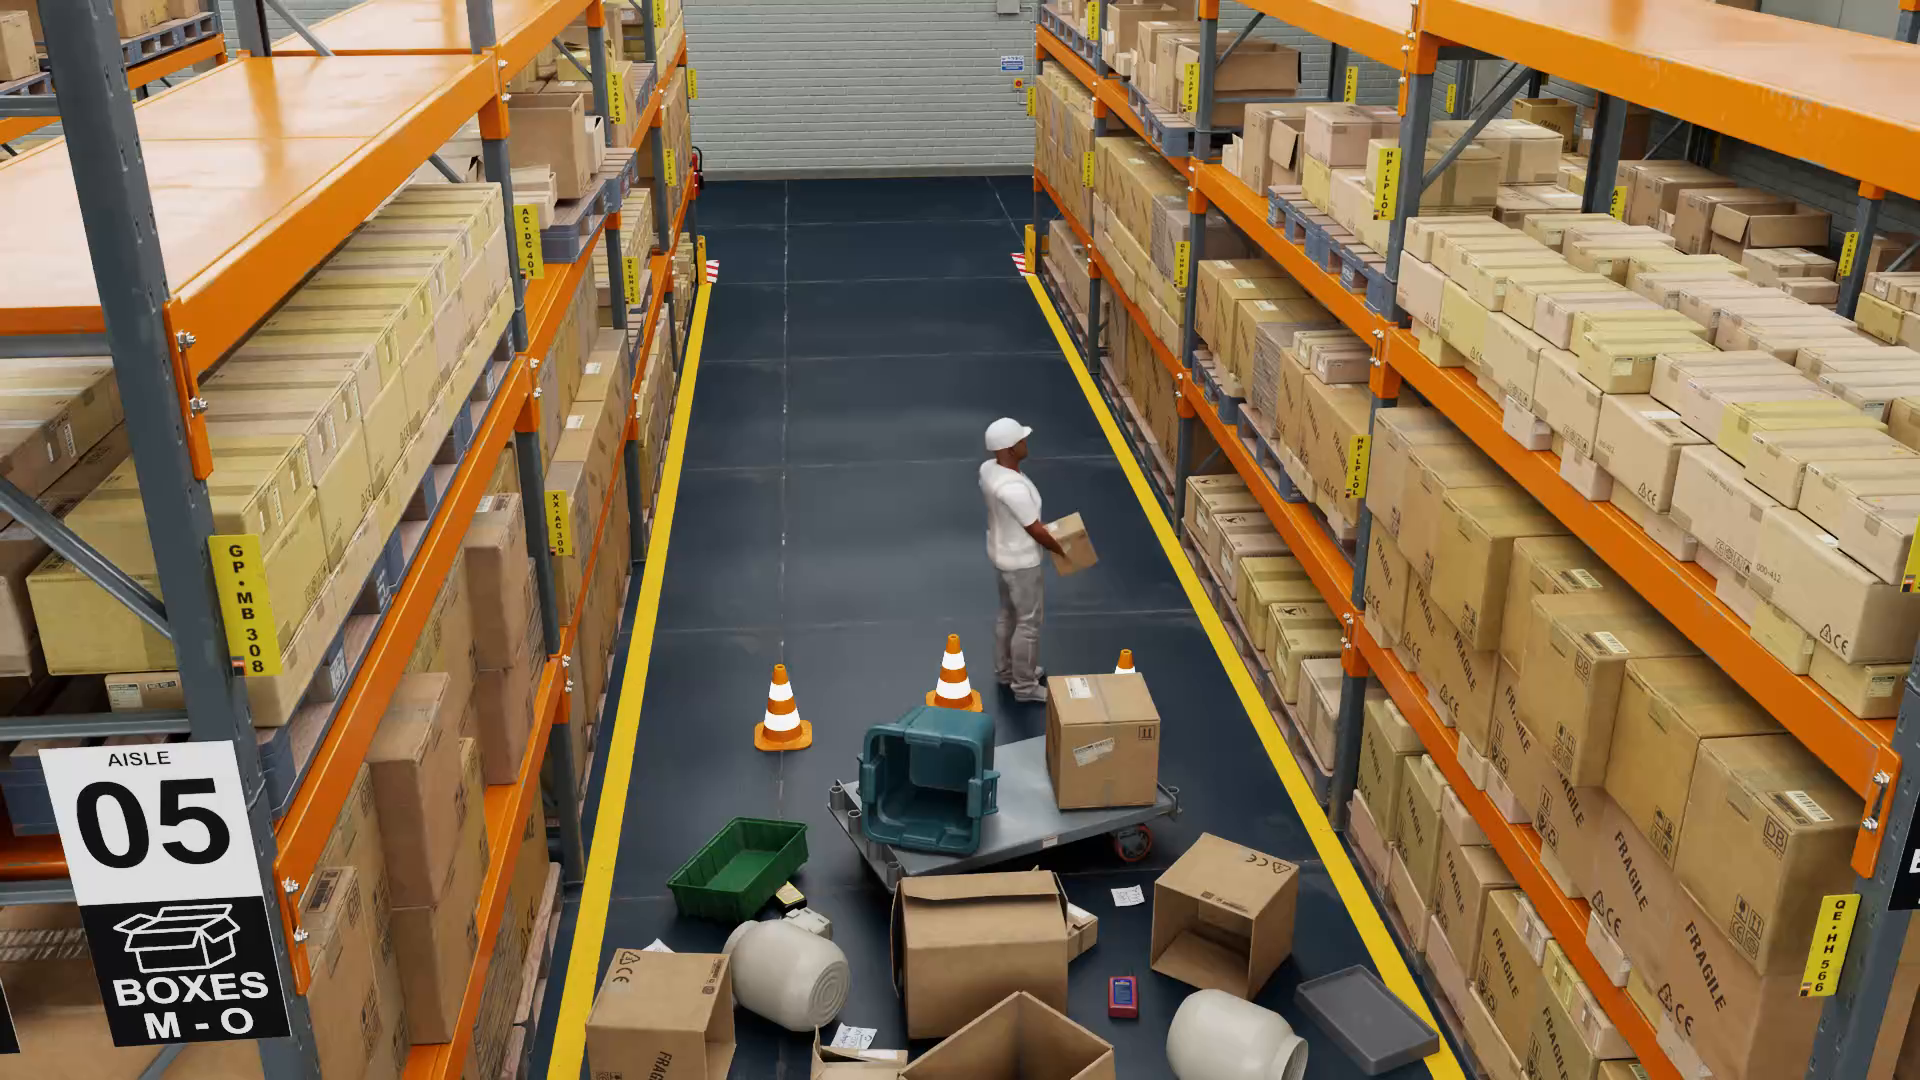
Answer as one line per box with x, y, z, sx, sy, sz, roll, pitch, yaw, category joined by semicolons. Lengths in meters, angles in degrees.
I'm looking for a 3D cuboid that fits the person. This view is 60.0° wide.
0.411;0.099;10.062;0.559;1.772;0.543;-6;24;-14;person
